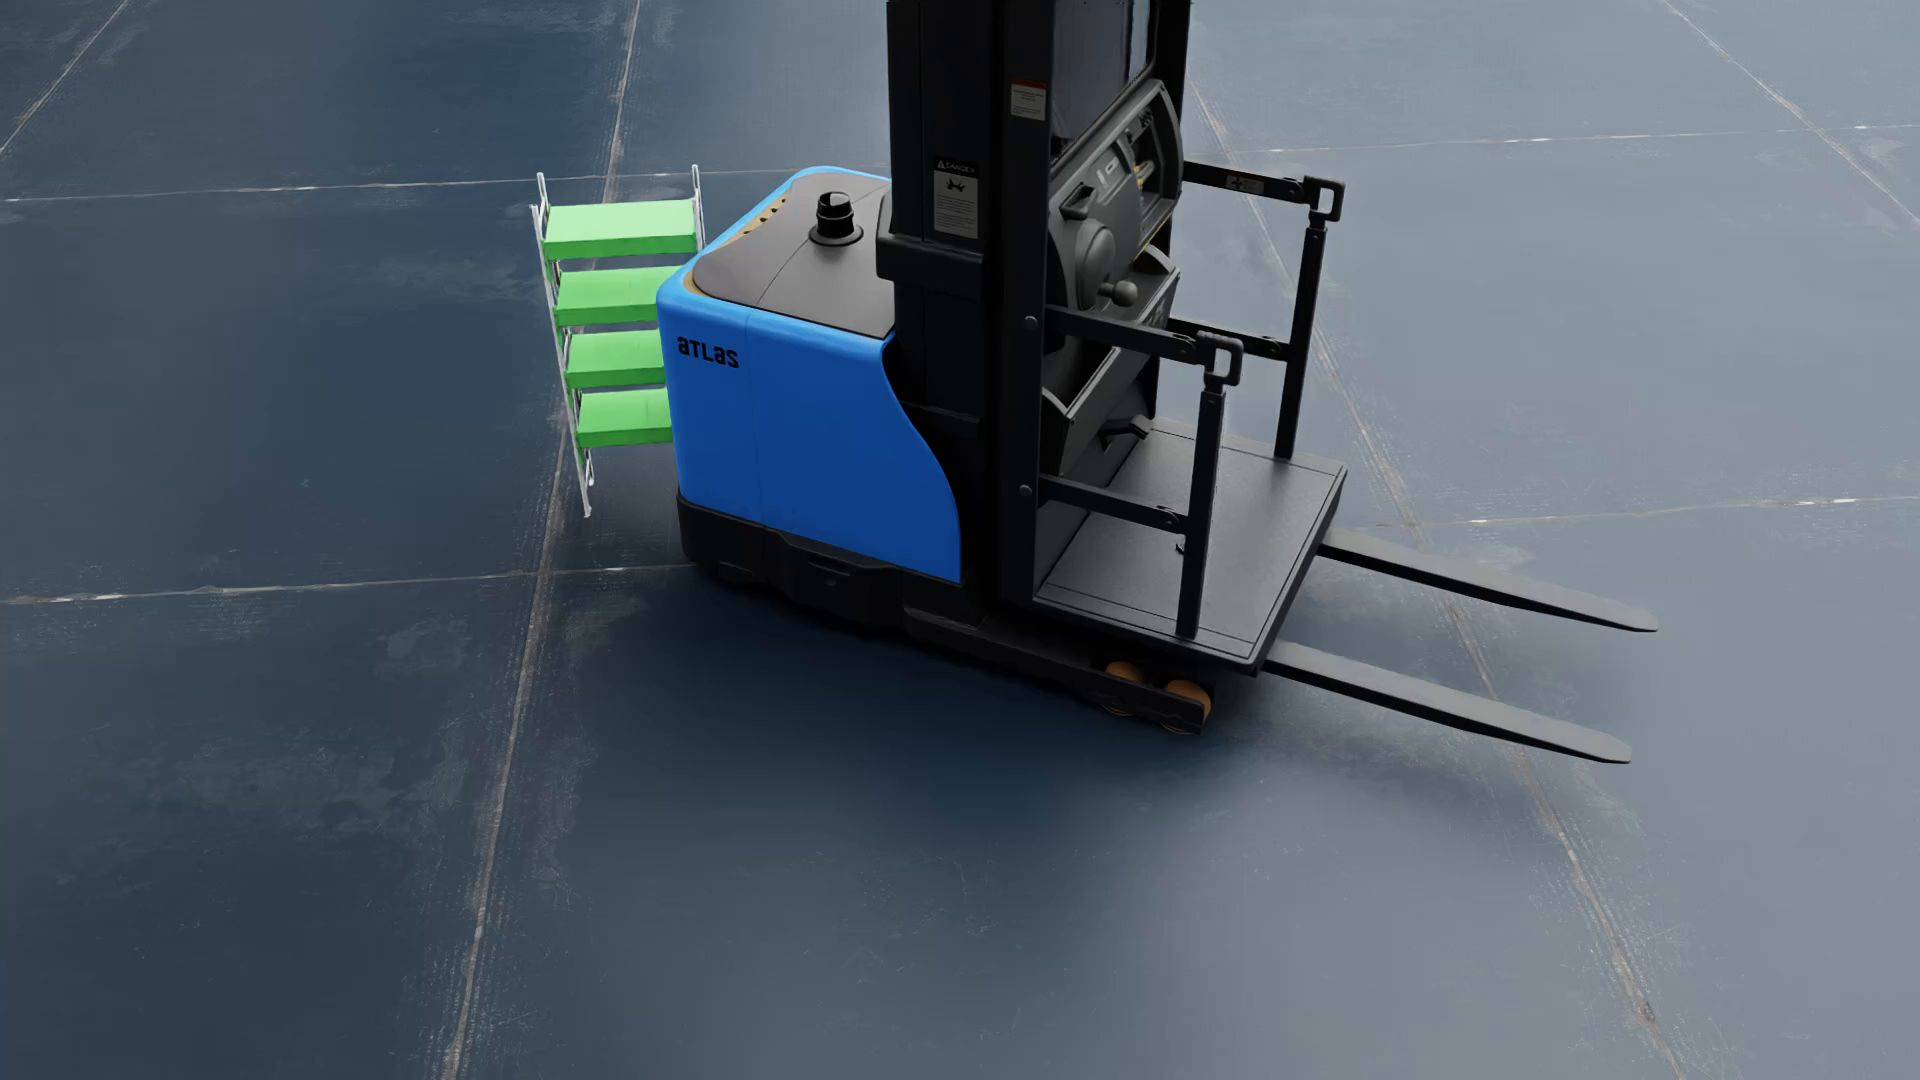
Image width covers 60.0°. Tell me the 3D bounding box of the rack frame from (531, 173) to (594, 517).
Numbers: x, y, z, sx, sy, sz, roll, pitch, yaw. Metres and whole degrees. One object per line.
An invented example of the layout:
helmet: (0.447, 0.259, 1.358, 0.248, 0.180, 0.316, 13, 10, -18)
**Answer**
rack frame: (-1.323, -0.625, 5.573, 0.015, 1.200, 0.240, -4, 38, -5)

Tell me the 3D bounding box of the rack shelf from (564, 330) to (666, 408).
rack shelf: (-1.081, -0.592, 5.635, 0.480, 0.148, 0.258, -4, 38, -5)

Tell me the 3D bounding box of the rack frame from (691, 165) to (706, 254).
rack frame: (-0.839, -0.659, 5.617, 0.015, 1.200, 0.240, -4, 38, -5)

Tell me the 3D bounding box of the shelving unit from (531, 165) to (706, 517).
shelving unit: (-1.081, -0.642, 5.595, 0.503, 1.200, 0.258, -4, 38, -5)

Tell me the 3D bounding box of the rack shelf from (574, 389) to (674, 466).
rack shelf: (-1.081, -0.403, 5.783, 0.480, 0.148, 0.258, -4, 38, -5)

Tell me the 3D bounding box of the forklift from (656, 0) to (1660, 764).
forklift: (0.626, -0.942, 4.577, 3.031, 2.935, 1.130, 16, 41, 19)

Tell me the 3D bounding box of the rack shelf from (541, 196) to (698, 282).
rack shelf: (-1.081, -0.969, 5.337, 0.480, 0.148, 0.258, -4, 38, -5)

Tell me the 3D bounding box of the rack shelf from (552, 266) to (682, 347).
rack shelf: (-1.081, -0.780, 5.486, 0.480, 0.148, 0.258, -4, 38, -5)
